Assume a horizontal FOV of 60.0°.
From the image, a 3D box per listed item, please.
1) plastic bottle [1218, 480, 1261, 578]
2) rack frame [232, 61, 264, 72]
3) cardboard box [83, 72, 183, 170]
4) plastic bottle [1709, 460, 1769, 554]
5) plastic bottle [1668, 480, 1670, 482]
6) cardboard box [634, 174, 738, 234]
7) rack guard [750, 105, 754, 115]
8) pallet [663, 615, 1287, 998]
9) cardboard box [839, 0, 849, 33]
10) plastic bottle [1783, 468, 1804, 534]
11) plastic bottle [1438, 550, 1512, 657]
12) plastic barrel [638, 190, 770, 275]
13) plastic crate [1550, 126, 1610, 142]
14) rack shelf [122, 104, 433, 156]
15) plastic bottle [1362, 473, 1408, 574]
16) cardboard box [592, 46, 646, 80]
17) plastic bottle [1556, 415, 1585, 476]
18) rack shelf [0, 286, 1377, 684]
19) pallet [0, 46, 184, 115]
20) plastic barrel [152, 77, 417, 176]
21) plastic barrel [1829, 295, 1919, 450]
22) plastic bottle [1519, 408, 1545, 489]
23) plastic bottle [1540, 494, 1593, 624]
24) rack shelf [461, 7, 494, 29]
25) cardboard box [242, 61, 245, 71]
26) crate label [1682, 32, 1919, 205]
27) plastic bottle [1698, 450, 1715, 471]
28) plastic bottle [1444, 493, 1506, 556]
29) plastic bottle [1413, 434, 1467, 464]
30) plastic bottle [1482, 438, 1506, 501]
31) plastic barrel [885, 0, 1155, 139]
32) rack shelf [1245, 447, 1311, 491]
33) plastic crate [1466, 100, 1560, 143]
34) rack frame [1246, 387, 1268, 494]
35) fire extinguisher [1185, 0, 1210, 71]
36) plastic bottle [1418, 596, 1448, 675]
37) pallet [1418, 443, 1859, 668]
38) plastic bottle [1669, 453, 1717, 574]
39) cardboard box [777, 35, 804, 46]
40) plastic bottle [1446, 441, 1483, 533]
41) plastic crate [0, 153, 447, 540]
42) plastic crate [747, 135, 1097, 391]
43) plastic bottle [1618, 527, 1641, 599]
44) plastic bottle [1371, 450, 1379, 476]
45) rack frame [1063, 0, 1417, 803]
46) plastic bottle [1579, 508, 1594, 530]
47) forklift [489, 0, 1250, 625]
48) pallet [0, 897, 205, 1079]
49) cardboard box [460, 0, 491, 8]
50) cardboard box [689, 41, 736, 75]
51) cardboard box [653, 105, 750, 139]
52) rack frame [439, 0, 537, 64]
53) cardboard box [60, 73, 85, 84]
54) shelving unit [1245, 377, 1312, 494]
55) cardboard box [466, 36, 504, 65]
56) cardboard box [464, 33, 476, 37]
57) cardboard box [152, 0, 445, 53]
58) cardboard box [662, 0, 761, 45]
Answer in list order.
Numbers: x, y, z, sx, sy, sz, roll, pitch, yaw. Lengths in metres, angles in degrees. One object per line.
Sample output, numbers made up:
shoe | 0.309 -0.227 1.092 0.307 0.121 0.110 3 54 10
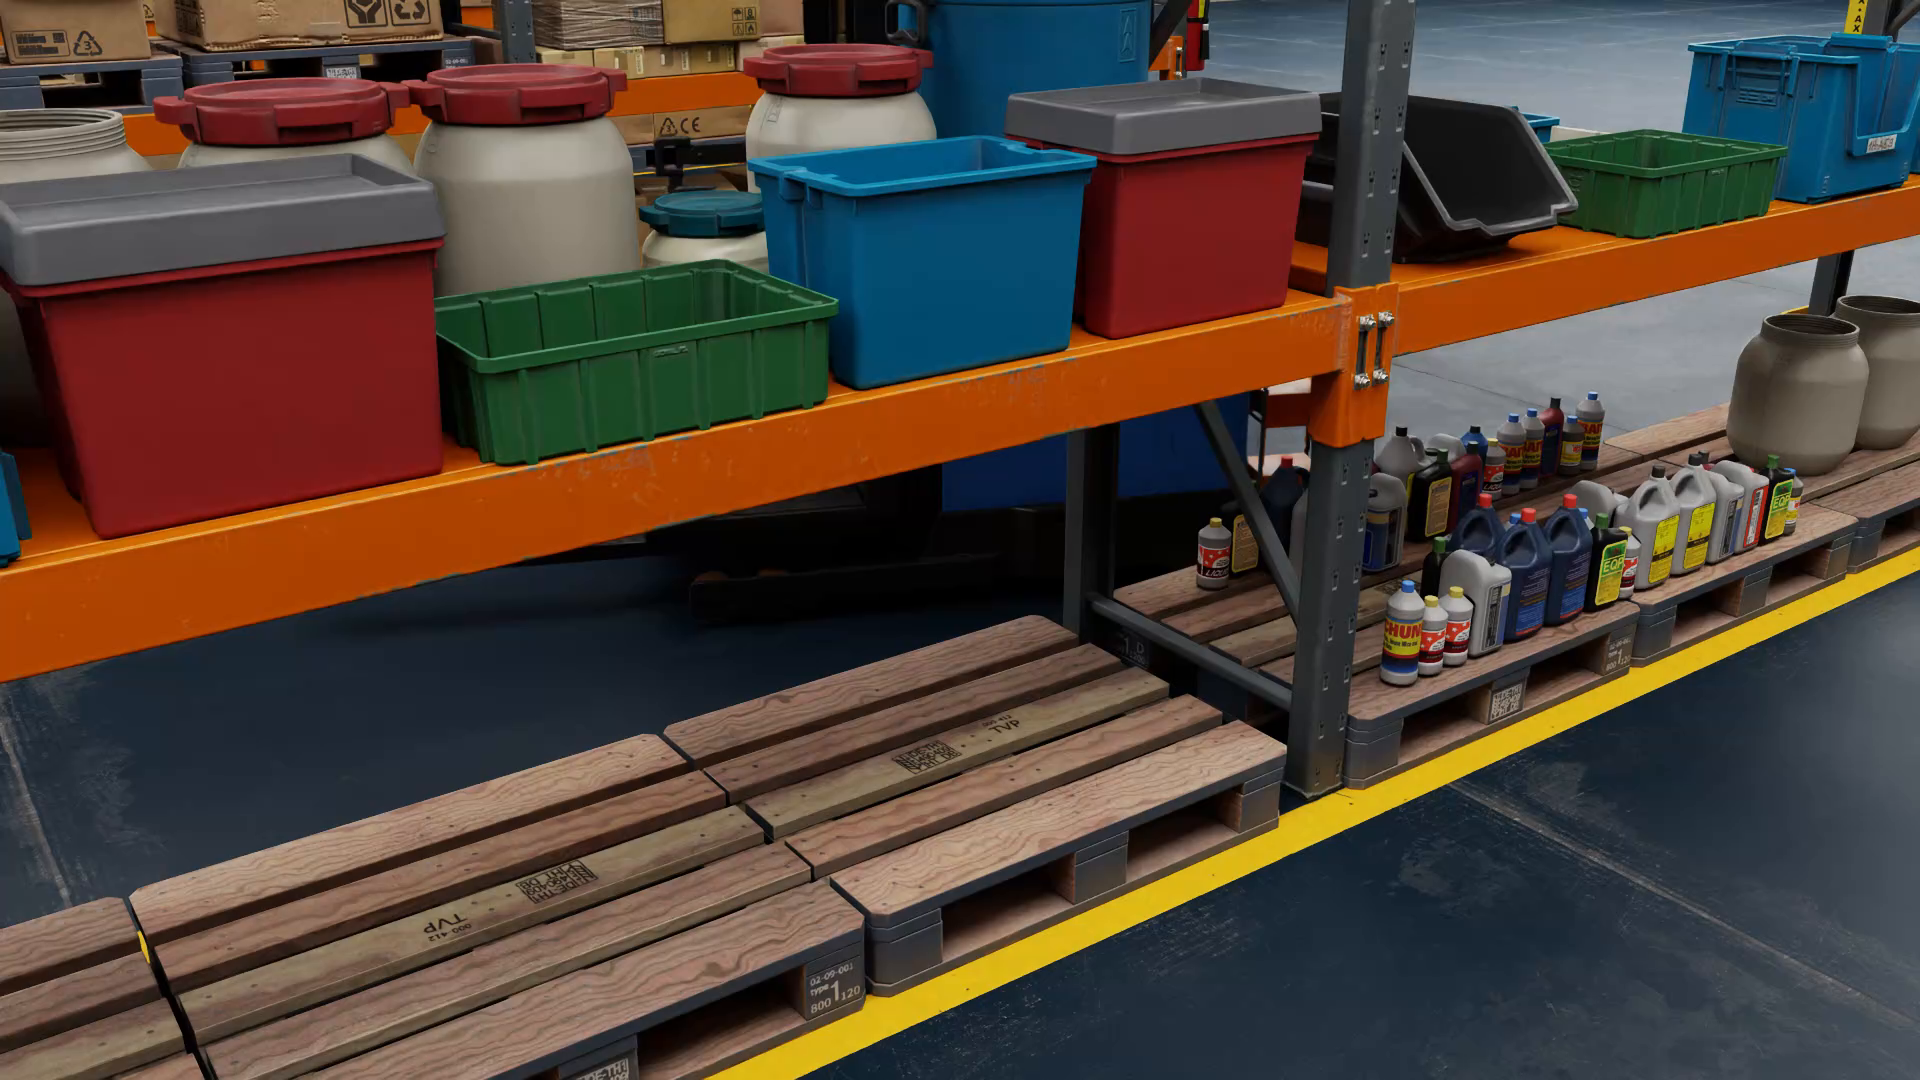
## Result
plastic bottle | 0.841 -0.036 5.011 0.133 0.283 0.061 -13 25 -30
rack frame | -5.064 -3.894 11.608 0.127 3.000 1.000 -15 26 -33
cardboard box | -5.515 -2.883 11.542 0.750 0.750 1.050 -15 26 -33
plastic bottle | 2.435 -0.119 5.229 0.135 0.276 0.152 -15 26 -32
plastic bottle | 2.235 -0.088 5.252 0.097 0.201 0.097 0 22 0
cardboard box | -1.441 -1.615 8.702 0.500 0.500 0.500 -7 23 -16
rack guard | -1.797 -3.604 14.254 0.348 0.500 1.175 -15 26 -33
pallet | 0.029 0.587 4.141 1.213 0.211 1.003 -15 26 -33
cardboard box | -0.644 -2.975 8.769 0.500 0.500 0.875 -15 26 -33
plastic bottle | 2.656 -0.131 5.359 0.097 0.201 0.097 0 22 0
plastic bottle | 1.405 0.156 4.541 0.135 0.276 0.152 -14 26 -31
plastic barrel | -0.520 -0.585 3.502 0.301 0.262 0.301 0 22 0
plastic crate | 1.814 -1.195 5.200 0.437 0.136 0.530 -15 26 -33
rack shelf | -3.873 -1.613 6.862 4.000 0.370 1.077 -15 26 -33
plastic bottle | 1.261 -0.058 5.075 0.135 0.276 0.152 -15 26 -33
cardboard box | -1.688 -2.269 7.875 0.250 0.149 0.380 -15 26 -33
plastic bottle | 2.153 -0.339 5.881 0.097 0.201 0.097 0 22 0
rack shelf | -0.980 -0.123 3.128 4.000 0.370 1.077 -15 26 -33
pallet | -3.913 -1.866 6.784 1.213 0.211 1.003 -15 26 -33
plastic barrel | -1.208 -0.559 3.068 0.433 0.535 0.433 0 22 0
plastic barrel | 3.401 -0.630 6.217 0.421 0.512 0.421 0 22 0
plastic bottle | 1.959 -0.320 5.738 0.097 0.271 0.097 0 22 0
plastic bottle | 1.694 0.045 4.716 0.185 0.351 0.144 -16 27 -35
rack shelf | -3.440 -3.993 12.826 4.000 0.370 1.077 -15 26 -33
cardboard box | -6.972 -4.793 15.993 0.500 0.500 0.500 -14 26 -31
crate label | 2.554 -1.292 5.040 0.616 0.435 0.502 -15 26 -33
plastic bottle | 2.372 -0.155 5.308 0.133 0.283 0.061 -15 26 -33
plastic bottle | 1.457 0.043 4.722 0.185 0.351 0.144 -15 26 -33
plastic bottle | 1.550 -0.201 5.433 0.135 0.276 0.152 -14 26 -32
plastic bottle | 1.797 -0.244 5.643 0.097 0.201 0.097 0 22 0
plastic barrel | 0.153 -1.130 4.005 0.708 0.901 0.600 -15 26 -33
rack shelf | 1.090 -0.152 5.638 0.240 0.259 0.215 -4 22 -11
plastic crate | 1.383 -1.142 4.912 0.616 0.251 0.499 -15 26 -33
rack frame | 0.971 -0.410 5.507 0.008 1.050 0.200 -4 22 -11
fire extinguisher | 1.360 -3.096 9.712 0.183 0.674 0.296 -15 26 -33
plastic bottle | 1.241 0.246 4.414 0.097 0.201 0.097 0 22 0
pallet | 2.204 0.007 5.594 1.213 0.211 1.003 -15 26 -33
plastic bottle | 2.190 -0.087 5.047 0.185 0.351 0.144 -14 26 -31
cardboard box | -0.899 -2.497 8.446 0.250 0.149 0.380 -15 26 -33
plastic bottle | 1.613 -0.172 5.352 0.133 0.283 0.061 -15 26 -33
plastic crate | -1.113 -0.311 2.543 0.583 0.464 0.402 -15 26 -33
plastic crate | -0.070 -0.550 3.249 0.575 0.384 0.392 -15 26 -33
plastic bottle | 1.938 0.061 4.879 0.097 0.201 0.097 0 22 0
plastic bottle | 1.262 -0.148 5.291 0.133 0.283 0.061 -13 25 -29
rack frame | 0.644 -0.890 4.079 0.127 3.000 1.000 -15 26 -33
plastic bottle | 1.792 0.039 4.839 0.097 0.271 0.097 0 22 0
forklift | -0.609 -1.309 5.221 3.031 2.935 1.130 -5 22 -12
pallet | -1.952 1.115 2.817 1.213 0.211 1.003 -15 26 -33
cardboard box | -3.831 -4.254 12.308 0.550 0.550 0.875 -15 26 -33
cardboard box | -1.304 -2.389 8.175 0.250 0.149 0.380 -15 26 -33
cardboard box | -2.329 -3.801 13.676 0.875 0.875 0.875 -15 26 -33
rack frame | -2.249 -2.380 7.813 0.127 3.000 1.000 -15 26 -33
cardboard box | -8.461 -4.222 15.408 0.625 0.372 0.950 -15 26 -32
shelving unit | 1.090 -0.420 5.531 0.252 1.050 0.215 -4 22 -11
cardboard box | -2.246 -2.398 8.198 0.250 0.149 0.380 -15 26 -33
cardboard box | -3.783 -3.414 12.704 0.875 0.875 0.875 -15 26 -32
cardboard box | -2.976 -2.724 7.299 1.000 1.000 1.000 -15 26 -33
cardboard box | -1.421 -2.741 8.182 0.500 0.500 0.875 -15 26 -33
